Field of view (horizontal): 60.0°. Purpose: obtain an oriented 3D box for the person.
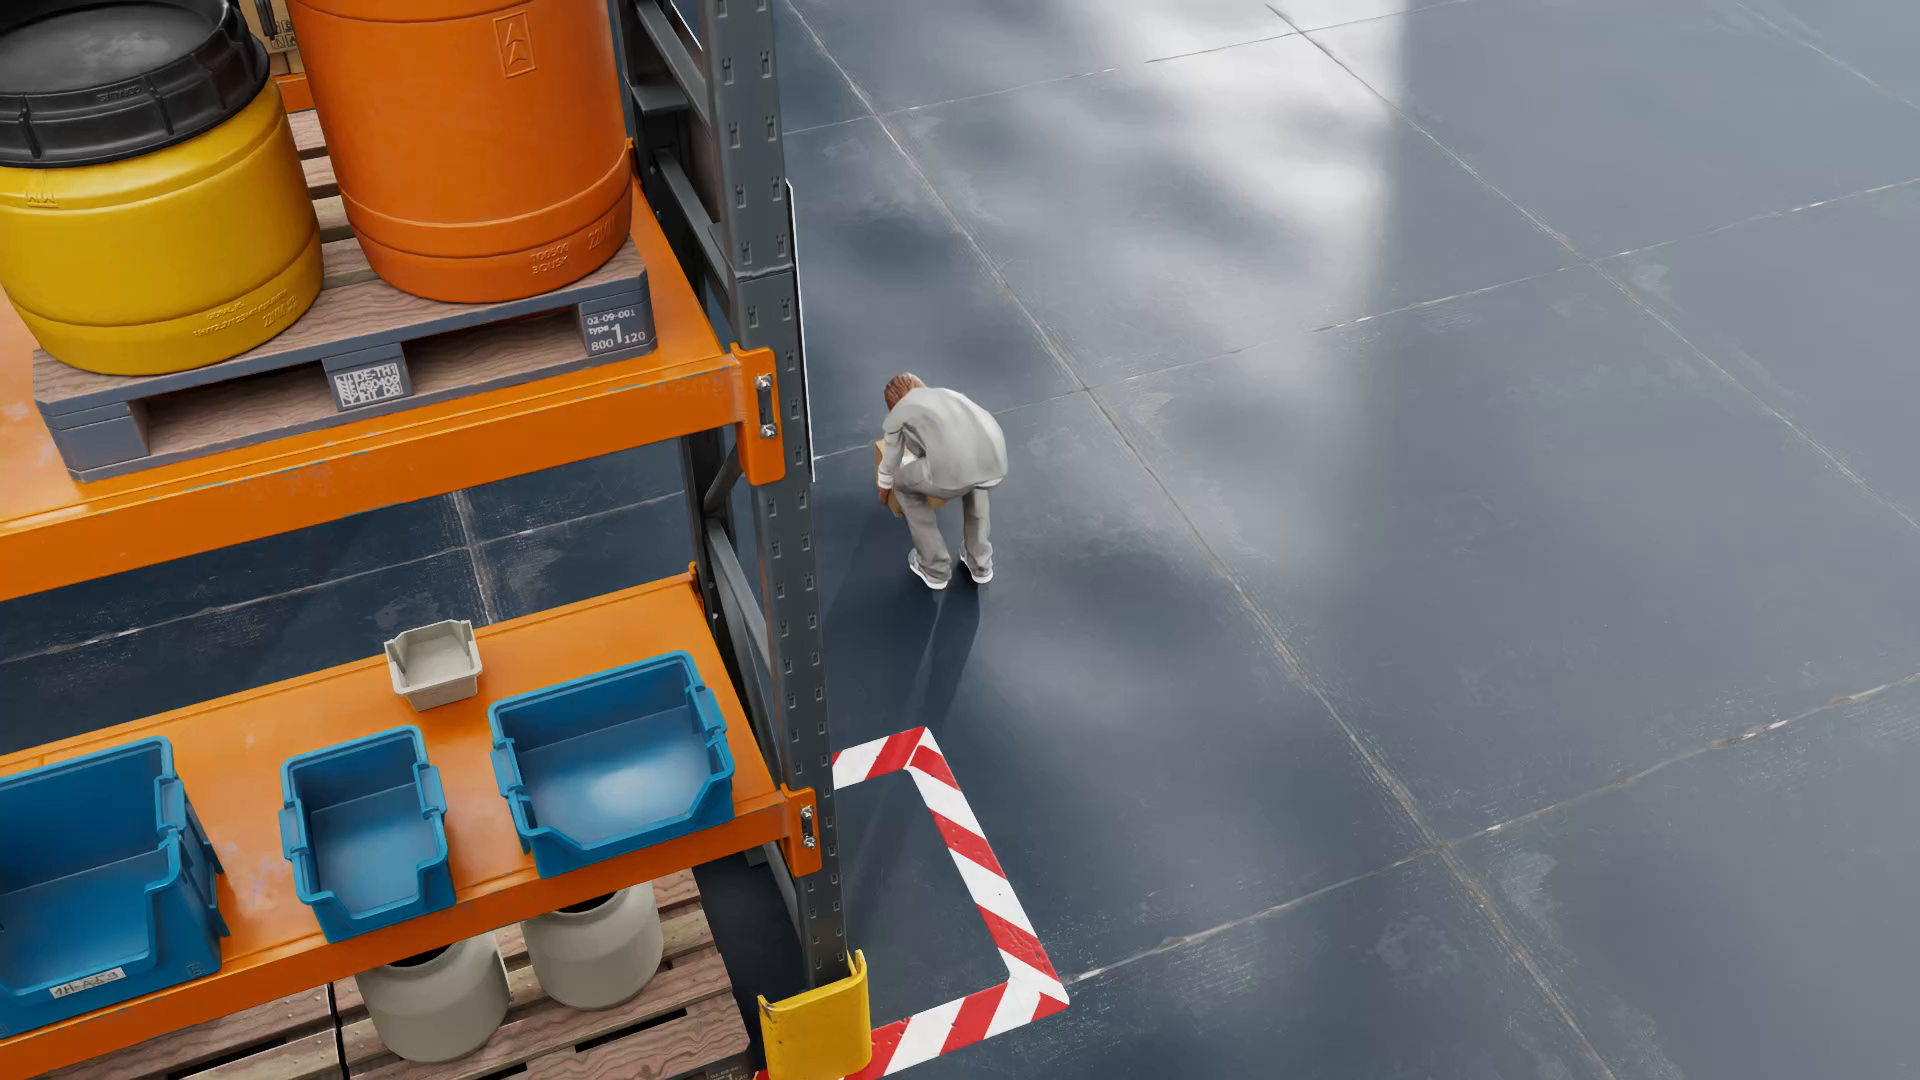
[{"bbox_3d":[-0.096,-0.284,6.997,0.414,0.898,0.856,-18,45,-18],"label":"person"}]
